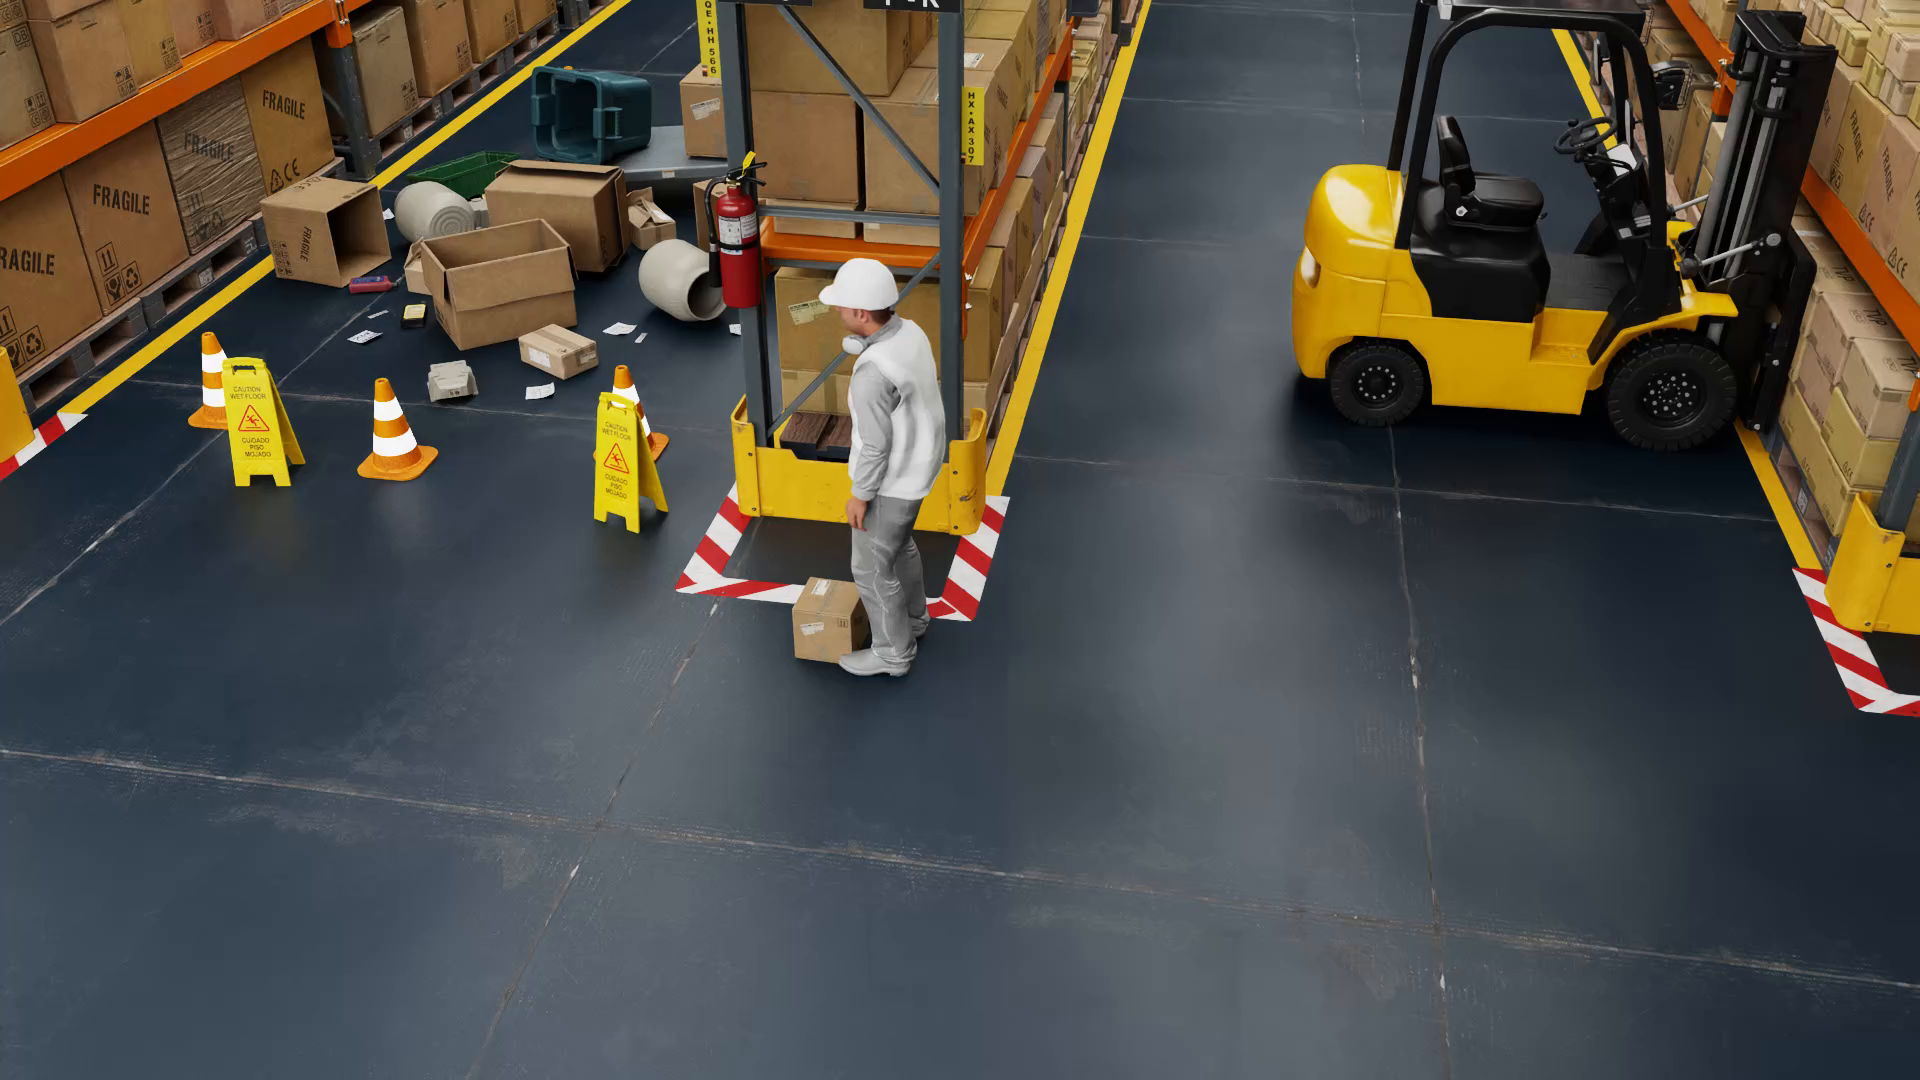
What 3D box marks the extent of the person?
[{"bbox_3d":[-0.290,-0.276,6.550,0.460,1.772,0.581,8,33,13],"label":"person"}]
